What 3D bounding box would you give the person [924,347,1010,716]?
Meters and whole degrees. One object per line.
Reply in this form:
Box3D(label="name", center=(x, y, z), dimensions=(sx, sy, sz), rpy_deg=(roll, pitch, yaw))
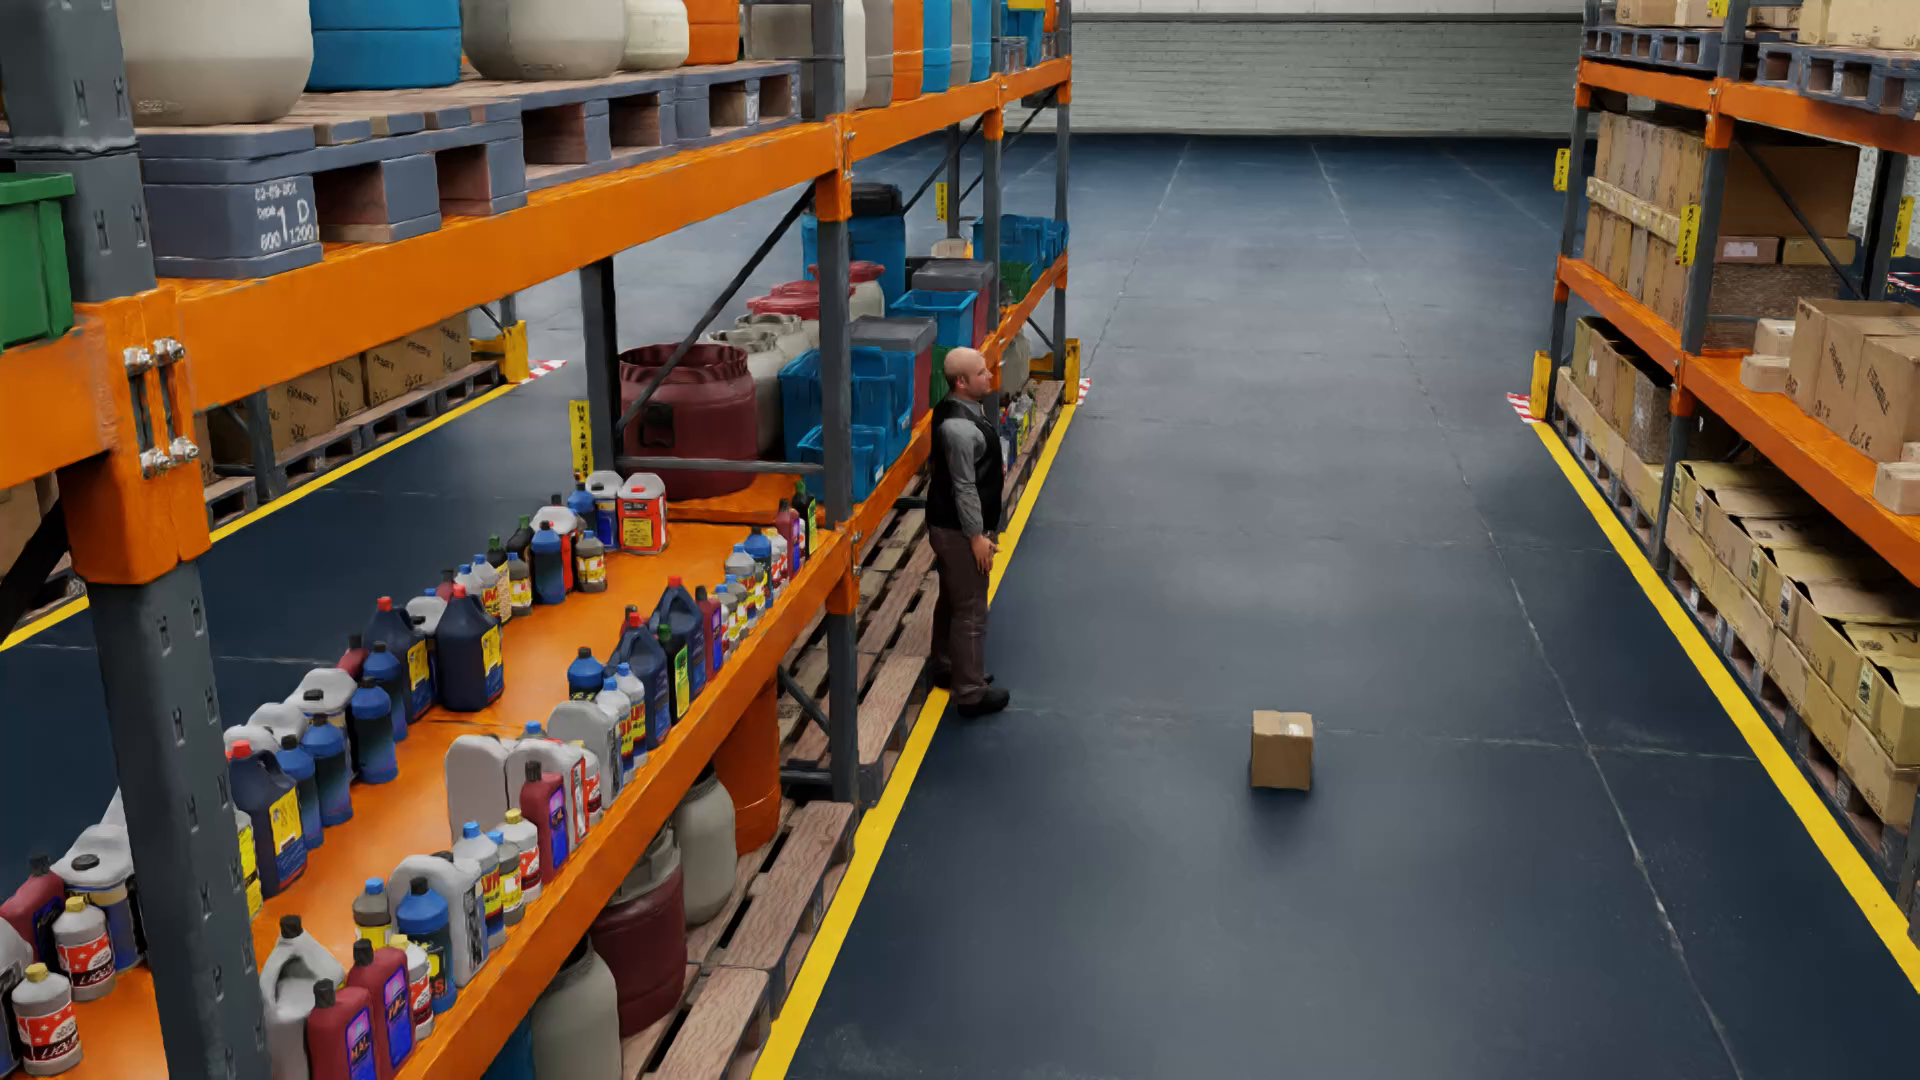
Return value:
Box3D(label="person", center=(0.037, -0.056, 7.756), dimensions=(0.405, 1.722, 0.549), rpy_deg=(-1, 18, -2))
